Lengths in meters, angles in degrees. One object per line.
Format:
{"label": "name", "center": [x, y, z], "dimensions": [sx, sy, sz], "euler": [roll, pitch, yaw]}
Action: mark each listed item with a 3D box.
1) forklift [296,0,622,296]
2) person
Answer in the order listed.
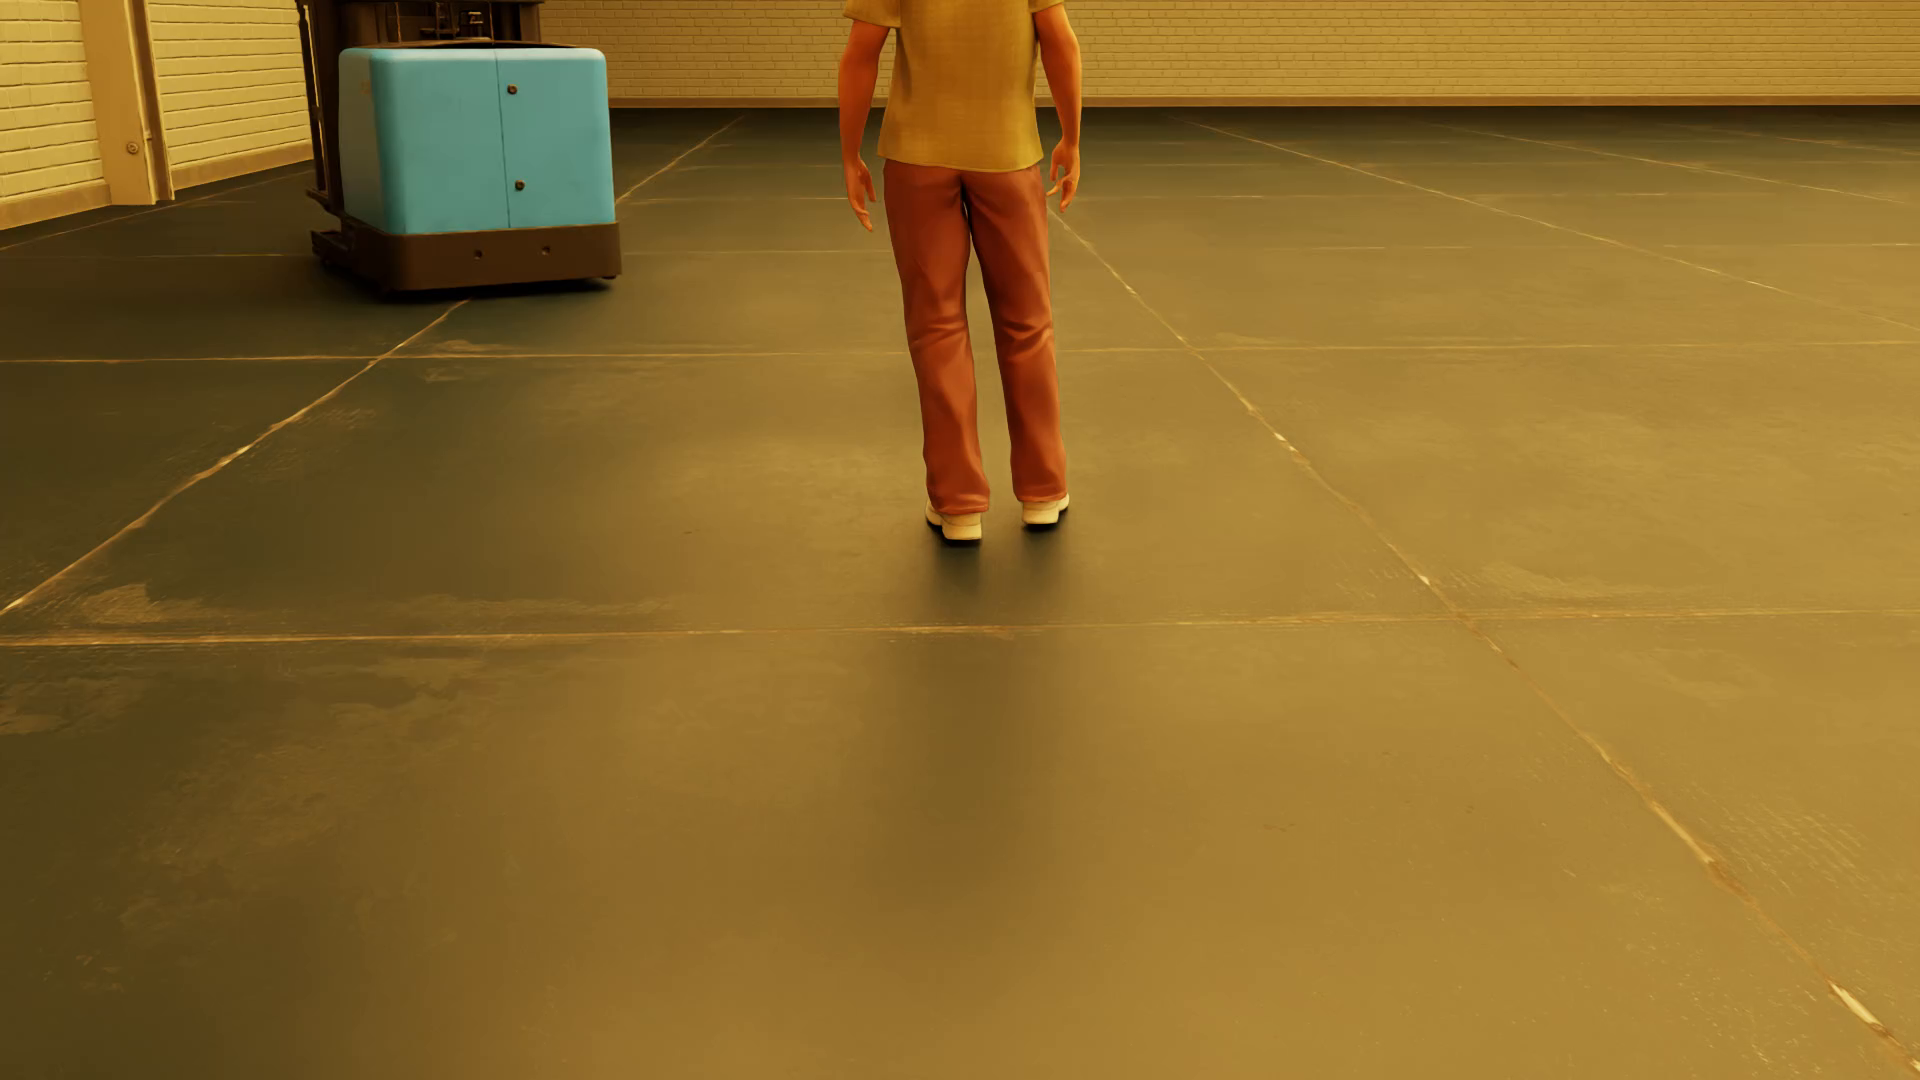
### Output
{"label": "forklift", "center": [-2.729, -2.862, 8.261], "dimensions": [1.130, 2.935, 3.031], "euler": [-9, 19, -28]}
{"label": "person", "center": [0.008, -0.830, 3.742], "dimensions": [0.553, 1.673, 0.548], "euler": [-1, 17, -3]}
